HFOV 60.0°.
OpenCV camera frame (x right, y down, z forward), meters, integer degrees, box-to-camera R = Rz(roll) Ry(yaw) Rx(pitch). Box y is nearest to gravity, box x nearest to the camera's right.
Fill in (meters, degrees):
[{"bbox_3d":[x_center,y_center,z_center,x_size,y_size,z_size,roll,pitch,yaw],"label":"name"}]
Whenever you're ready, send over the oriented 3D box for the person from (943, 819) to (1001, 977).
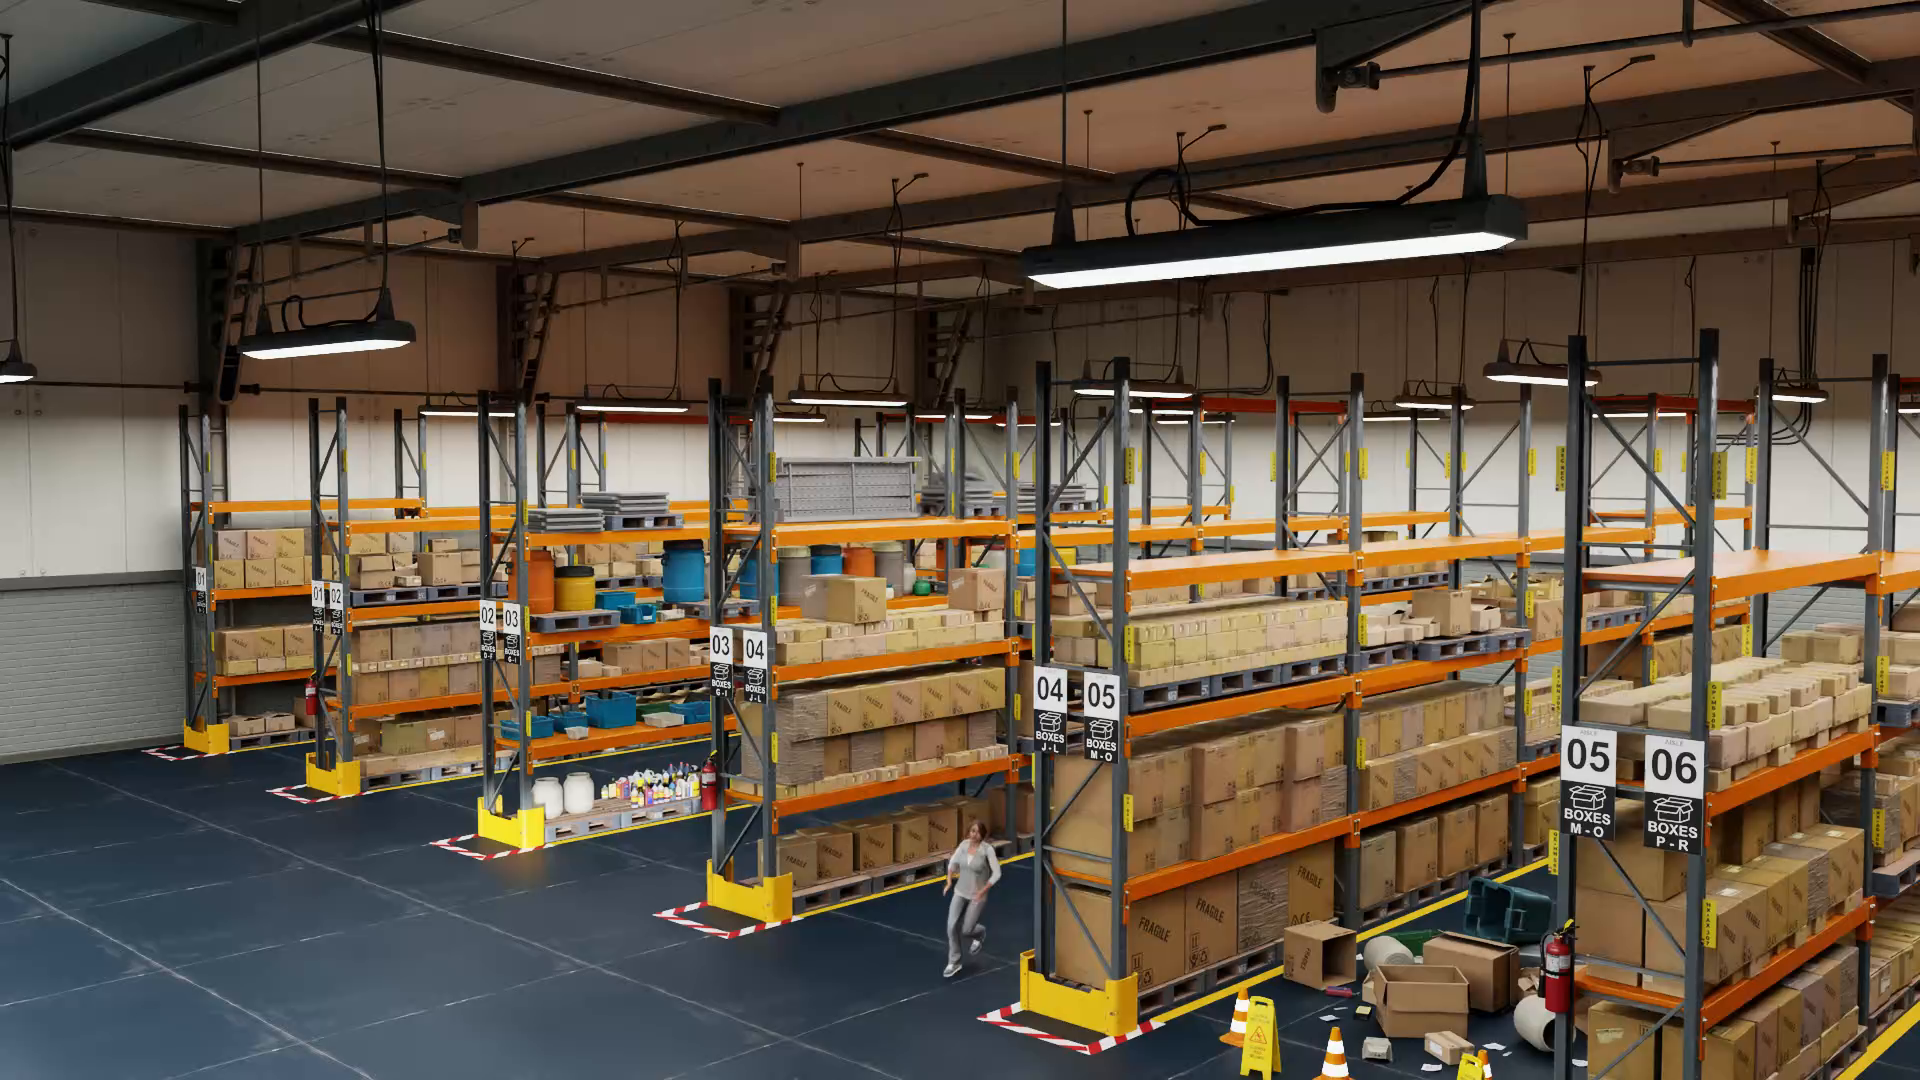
[{"bbox_3d":[0.142,3.535,16.549,0.582,1.559,0.610,2,3,27],"label":"person"}]
